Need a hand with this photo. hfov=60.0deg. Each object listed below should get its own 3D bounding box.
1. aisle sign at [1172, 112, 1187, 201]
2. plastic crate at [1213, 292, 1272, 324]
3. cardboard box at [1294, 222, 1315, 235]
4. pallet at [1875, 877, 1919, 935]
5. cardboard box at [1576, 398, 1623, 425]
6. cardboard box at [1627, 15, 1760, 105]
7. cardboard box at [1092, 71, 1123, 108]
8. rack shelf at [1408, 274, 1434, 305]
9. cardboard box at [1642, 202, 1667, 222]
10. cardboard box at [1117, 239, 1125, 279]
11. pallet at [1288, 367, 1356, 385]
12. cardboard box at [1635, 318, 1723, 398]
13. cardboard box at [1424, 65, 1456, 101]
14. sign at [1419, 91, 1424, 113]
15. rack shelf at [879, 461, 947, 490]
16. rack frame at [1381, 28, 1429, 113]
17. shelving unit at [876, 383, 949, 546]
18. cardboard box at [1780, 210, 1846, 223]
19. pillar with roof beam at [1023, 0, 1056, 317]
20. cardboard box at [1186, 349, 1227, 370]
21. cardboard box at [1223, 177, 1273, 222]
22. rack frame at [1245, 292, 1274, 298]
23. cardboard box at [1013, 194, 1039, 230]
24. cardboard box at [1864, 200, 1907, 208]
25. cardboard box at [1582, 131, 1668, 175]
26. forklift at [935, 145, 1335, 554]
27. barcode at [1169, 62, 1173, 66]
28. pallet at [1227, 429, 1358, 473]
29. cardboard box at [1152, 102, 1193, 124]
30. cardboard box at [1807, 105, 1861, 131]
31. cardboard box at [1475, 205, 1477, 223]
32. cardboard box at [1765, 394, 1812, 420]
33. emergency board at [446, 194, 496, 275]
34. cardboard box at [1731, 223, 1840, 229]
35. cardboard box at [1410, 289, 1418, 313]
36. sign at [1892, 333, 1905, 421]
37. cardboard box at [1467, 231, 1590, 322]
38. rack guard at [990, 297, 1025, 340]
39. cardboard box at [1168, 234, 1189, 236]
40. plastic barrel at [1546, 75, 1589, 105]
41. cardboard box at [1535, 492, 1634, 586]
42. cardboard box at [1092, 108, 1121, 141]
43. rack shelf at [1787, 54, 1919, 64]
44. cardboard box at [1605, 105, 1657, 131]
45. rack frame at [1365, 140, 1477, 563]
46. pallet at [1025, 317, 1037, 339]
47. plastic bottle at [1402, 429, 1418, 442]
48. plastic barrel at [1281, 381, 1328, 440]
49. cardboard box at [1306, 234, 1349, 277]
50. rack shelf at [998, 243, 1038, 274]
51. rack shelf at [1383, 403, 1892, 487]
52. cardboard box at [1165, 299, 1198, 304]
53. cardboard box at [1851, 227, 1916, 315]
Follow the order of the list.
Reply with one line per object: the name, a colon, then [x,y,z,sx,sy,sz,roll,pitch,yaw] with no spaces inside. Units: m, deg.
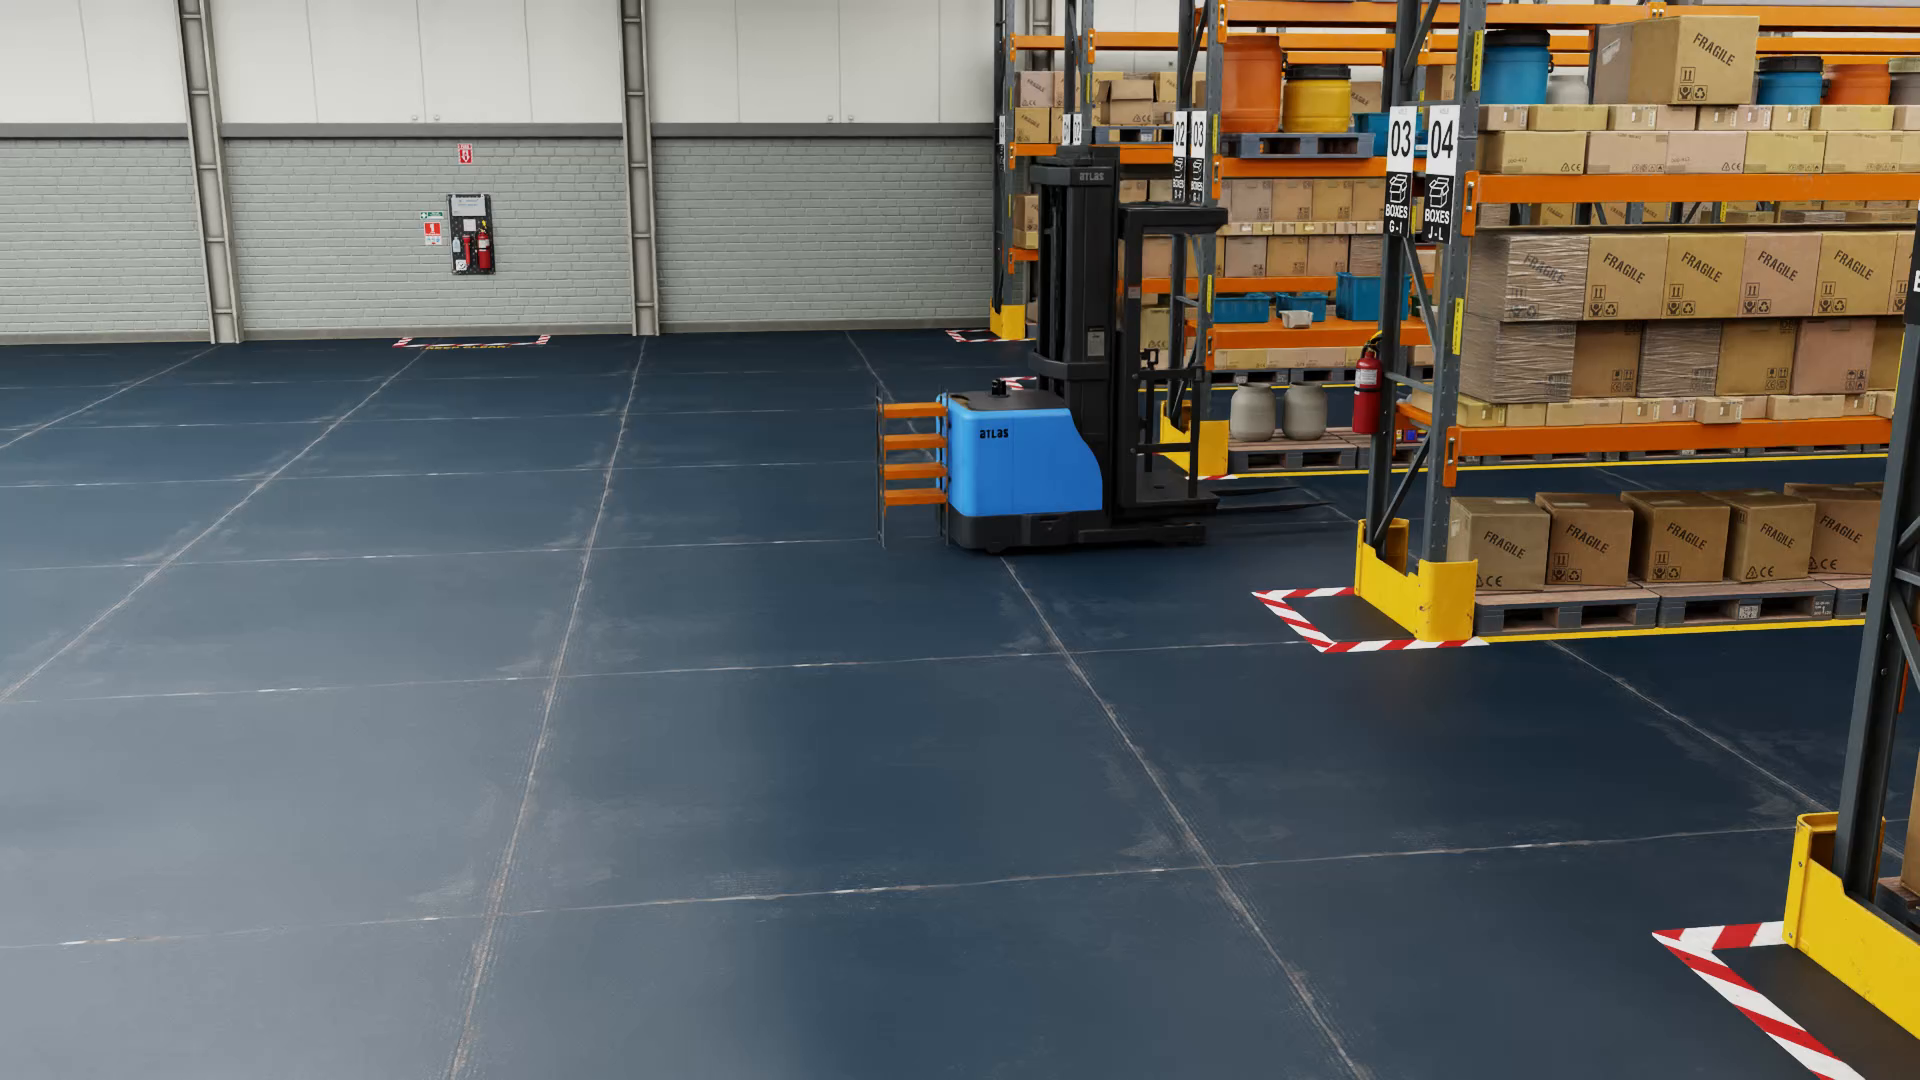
aisle sign: [1.996,-3.491,15.131,0.004,0.787,0.394,-2,14,-8]
plastic crate: [2.562,-2.179,15.551,0.616,0.251,0.499,-2,14,-8]
cardboard box: [4.089,-3.763,20.021,0.250,0.149,0.380,-2,14,-9]
pallet: [4.267,1.532,6.180,1.213,0.211,1.003,-2,14,-8]
cardboard box: [3.910,-0.825,10.361,0.250,0.149,0.380,-2,14,-8]
cardboard box: [4.358,-2.849,9.904,0.500,0.500,0.500,-2,14,-9]
cardboard box: [2.061,-6.525,24.106,0.500,0.500,0.500,-2,14,-7]
rack shelf: [7.310,-3.221,20.879,4.000,0.370,1.077,-2,14,-8]
cardboard box: [10.589,-5.048,25.825,0.500,0.500,0.500,-2,14,-7]
cardboard box: [1.841,-3.415,19.968,0.500,0.500,0.700,-2,14,-8]
pallet: [4.540,-2.127,20.767,1.213,0.211,1.003,-2,14,-8]
cardboard box: [4.375,-1.231,10.645,0.500,0.500,0.875,-2,14,-8]
cardboard box: [5.948,-5.460,20.065,0.500,0.500,0.500,-2,14,-8]
sign: [5.417,-5.108,19.533,0.005,0.325,0.100,-2,14,-8]
rack shelf: [-0.356,-0.487,12.473,0.480,0.148,0.258,-3,14,-13]
rack frame: [5.333,-6.408,19.773,0.127,3.000,1.000,-2,14,-8]
shelving unit: [-0.354,-0.552,12.457,0.499,1.200,0.258,-3,14,-13]
cardboard box: [10.827,-3.932,21.165,0.500,0.500,0.700,1,14,2]
pillar with roof beam: [1.840,-6.652,20.747,0.400,9.000,9.100,-2,14,-8]
cardboard box: [2.929,-2.226,20.220,0.500,0.250,0.500,-2,14,-8]
cardboard box: [3.406,-4.103,20.045,0.500,0.500,0.700,-2,14,-8]
rack frame: [4.591,-4.689,25.253,0.127,3.000,1.000,-2,14,-8]
cardboard box: [1.070,-4.913,24.872,0.500,0.500,0.500,-2,14,-9]
cardboard box: [14.481,-5.194,26.650,0.700,0.700,0.980,-3,14,-11]
cardboard box: [3.873,-2.327,9.978,0.500,0.250,0.500,-2,14,-10]
forklift: [5.579,0.497,4.713,7.386,2.935,18.991,-3,14,-13]
barcode: [3.152,-7.119,24.869,0.075,0.075,0.001,-2,14,-8]
pallet: [2.984,-0.851,15.681,1.213,0.211,1.003,-2,14,-8]
cardboard box: [2.477,-5.112,19.929,0.500,0.250,0.500,-2,14,-8]
cardboard box: [5.224,-2.560,10.086,0.250,0.149,0.380,-1,14,-6]
cardboard box: [7.534,-5.050,25.581,0.500,0.500,0.700,-3,14,-14]
cardboard box: [5.150,-0.864,10.515,0.250,0.149,0.380,-2,14,-8]
emergency board: [-7.183,-4.480,24.419,0.643,1.169,0.194,-2,14,-8]
cardboard box: [5.333,-1.801,10.864,0.500,0.500,0.500,-2,14,-8]
cardboard box: [6.828,-3.781,25.866,0.500,0.500,0.700,-2,14,-9]
sign: [3.421,-0.581,6.003,0.005,0.325,0.100,-2,14,-8]
cardboard box: [3.434,-1.602,10.071,0.500,0.500,0.500,-2,14,-8]
rack guard: [0.711,-3.335,24.990,0.348,0.500,1.175,-2,14,-8]
cardboard box: [2.555,-3.706,19.793,0.250,0.149,0.380,-2,14,-9]
plastic barrel: [5.612,-4.051,15.448,0.421,0.512,0.421,0,14,0]
cardboard box: [4.055,-0.010,10.869,0.500,0.500,0.500,2,14,6]
cardboard box: [2.053,-6.040,24.227,0.500,0.500,0.500,-1,14,-6]
rack shelf: [14.479,-7.419,26.105,4.000,0.370,1.077,-2,14,-8]
cardboard box: [3.938,-2.517,9.916,0.250,0.149,0.380,-2,14,-6]
rack frame: [2.849,-0.970,10.423,0.127,3.000,1.000,-2,14,-8]
pallet: [1.519,-3.215,25.109,1.213,0.211,1.003,-2,14,-8]
plastic bottle: [4.177,-1.052,15.428,0.133,0.283,0.061,-2,14,-7]
plastic barrel: [3.247,-1.219,15.665,0.421,0.512,0.421,0,14,0]
cardboard box: [4.374,-3.508,20.338,0.500,0.500,0.700,-2,14,-9]
rack shelf: [2.613,-4.268,25.052,4.000,0.370,1.077,-2,14,-8]
rack shelf: [4.827,-0.693,10.799,4.000,0.370,1.077,-2,14,-8]
cardboard box: [2.850,-2.717,20.638,0.500,0.500,0.500,-2,14,-8]
cardboard box: [5.907,-1.692,10.428,0.500,0.500,0.500,-2,14,-8]
